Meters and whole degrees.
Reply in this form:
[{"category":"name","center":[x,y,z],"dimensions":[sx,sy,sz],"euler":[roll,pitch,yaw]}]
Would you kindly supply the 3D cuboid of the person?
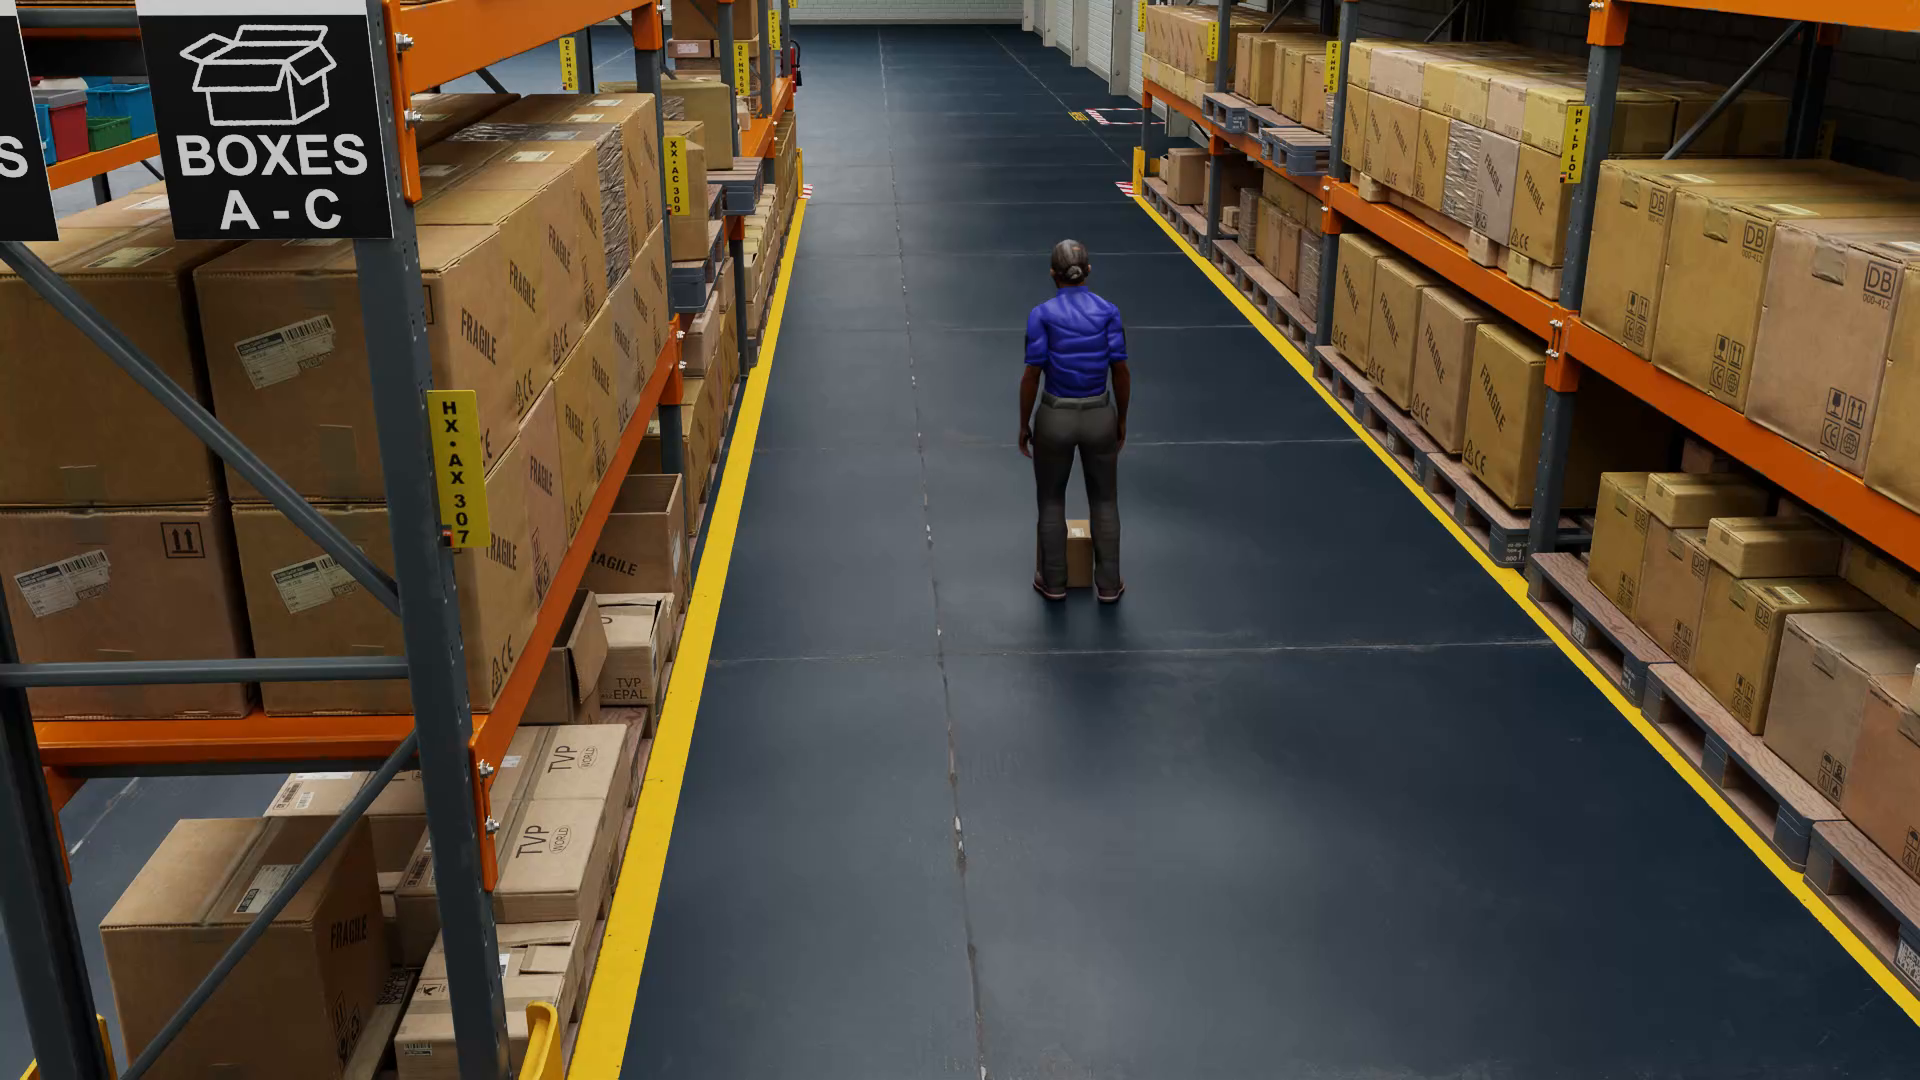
[{"category":"person","center":[0.519,-0.522,7.479],"dimensions":[0.525,1.655,0.394],"euler":[-2,21,-5]}]
